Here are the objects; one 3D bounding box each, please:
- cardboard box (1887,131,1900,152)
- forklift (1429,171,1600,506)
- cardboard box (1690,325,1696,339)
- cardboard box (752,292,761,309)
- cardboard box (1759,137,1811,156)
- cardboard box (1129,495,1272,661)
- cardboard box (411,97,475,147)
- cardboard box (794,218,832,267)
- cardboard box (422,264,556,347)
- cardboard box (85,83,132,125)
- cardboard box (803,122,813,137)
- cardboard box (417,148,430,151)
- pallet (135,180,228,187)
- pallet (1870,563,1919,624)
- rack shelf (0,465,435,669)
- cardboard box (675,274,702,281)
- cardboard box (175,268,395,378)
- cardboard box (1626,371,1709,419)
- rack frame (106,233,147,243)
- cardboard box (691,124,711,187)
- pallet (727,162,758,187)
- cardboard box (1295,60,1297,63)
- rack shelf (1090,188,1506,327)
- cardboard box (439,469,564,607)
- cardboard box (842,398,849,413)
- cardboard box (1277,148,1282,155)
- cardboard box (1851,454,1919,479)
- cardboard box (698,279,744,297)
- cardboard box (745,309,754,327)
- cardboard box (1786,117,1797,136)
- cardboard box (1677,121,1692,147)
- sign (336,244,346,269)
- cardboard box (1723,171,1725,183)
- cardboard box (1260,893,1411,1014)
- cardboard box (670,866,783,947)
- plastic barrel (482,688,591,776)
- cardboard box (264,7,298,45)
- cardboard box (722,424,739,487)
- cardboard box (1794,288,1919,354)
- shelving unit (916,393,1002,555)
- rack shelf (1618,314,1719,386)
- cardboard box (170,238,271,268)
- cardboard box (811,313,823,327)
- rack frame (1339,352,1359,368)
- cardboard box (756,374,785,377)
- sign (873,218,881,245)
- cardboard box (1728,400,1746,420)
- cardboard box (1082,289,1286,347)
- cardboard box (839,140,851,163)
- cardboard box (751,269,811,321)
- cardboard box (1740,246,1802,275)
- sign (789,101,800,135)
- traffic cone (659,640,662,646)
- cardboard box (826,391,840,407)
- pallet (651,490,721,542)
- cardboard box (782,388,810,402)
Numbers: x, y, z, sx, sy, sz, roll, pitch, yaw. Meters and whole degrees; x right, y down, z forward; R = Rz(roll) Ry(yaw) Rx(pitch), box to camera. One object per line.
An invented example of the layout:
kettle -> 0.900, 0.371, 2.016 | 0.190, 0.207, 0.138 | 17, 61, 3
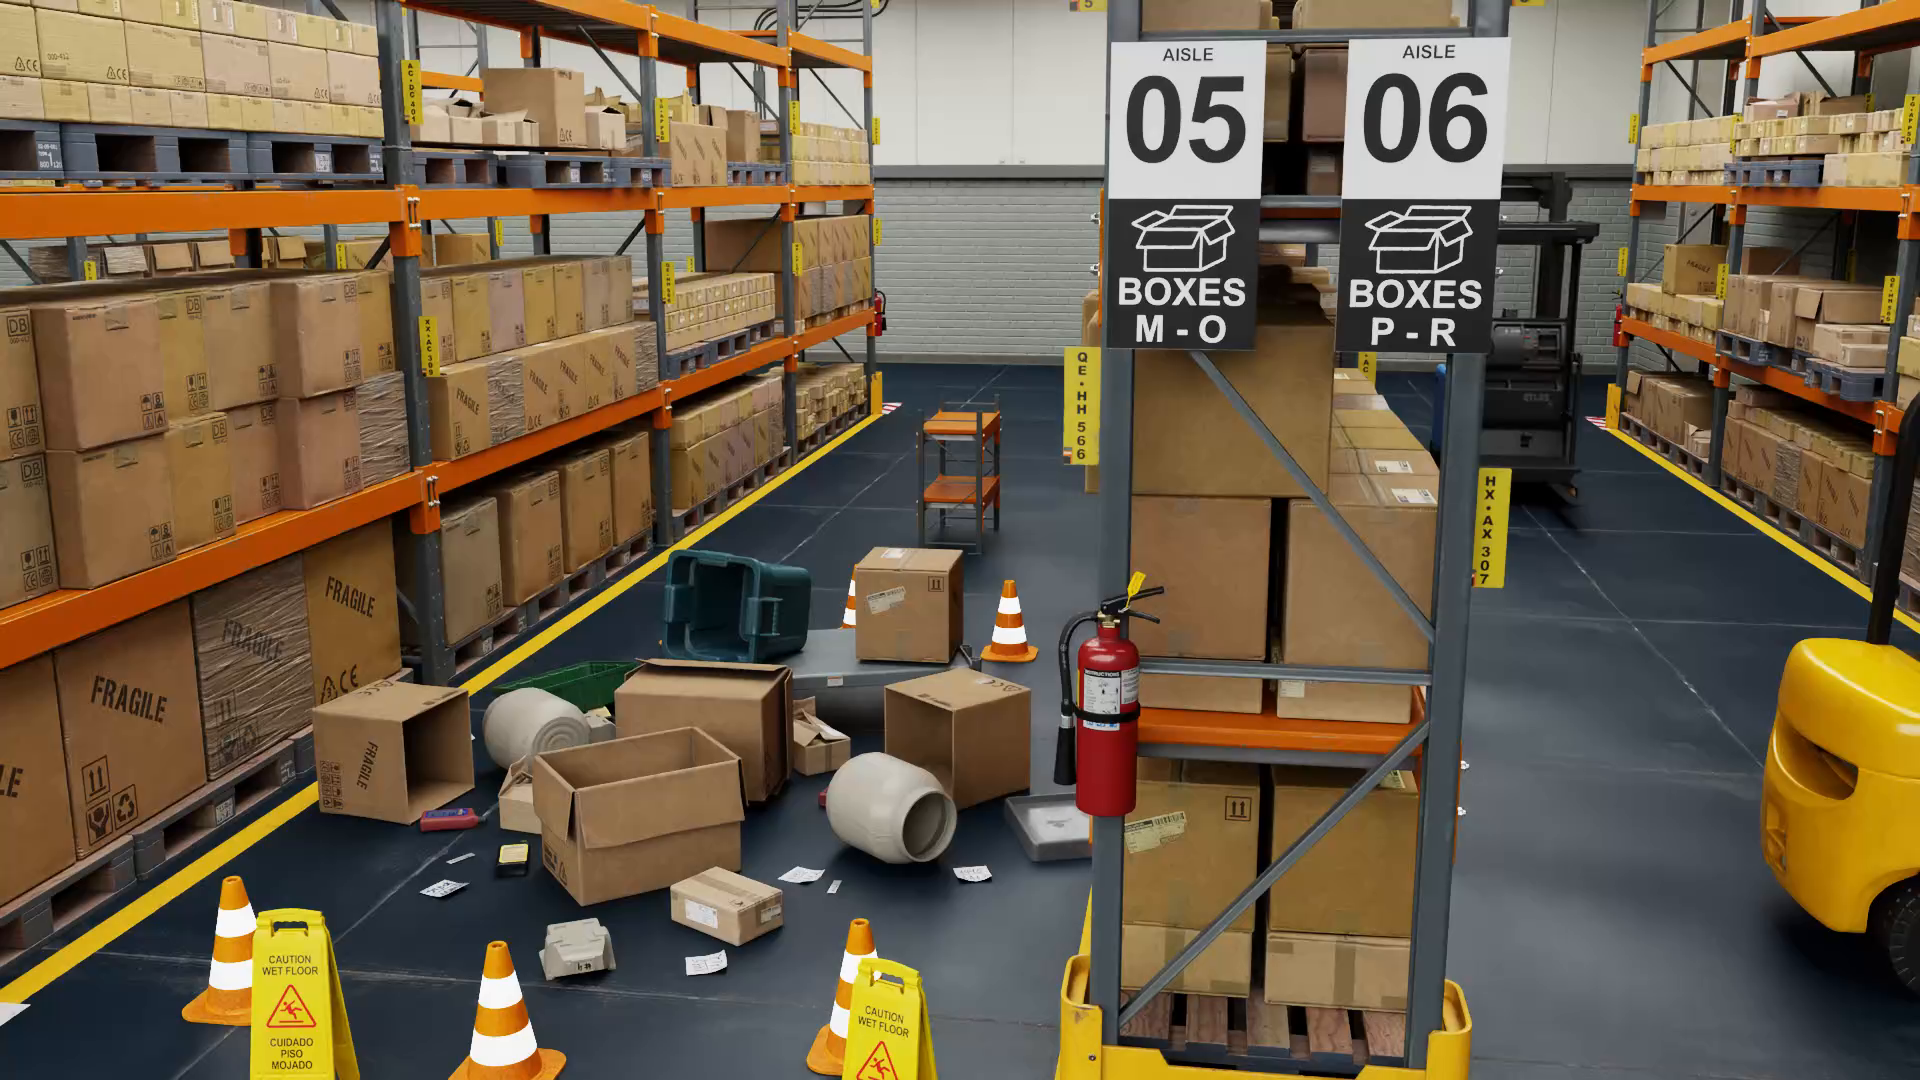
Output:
cardboard box -> 6.893, -2.854, 11.906 | 0.380, 0.149, 0.250 | 2, 12, 7
forklift -> 5.031, -1.826, 15.011 | 1.130, 2.935, 3.031 | 2, 12, 8
cardboard box -> 7.534, -2.079, 16.617 | 0.380, 0.149, 0.250 | 2, 12, 10
cardboard box -> -2.126, -2.295, 15.918 | 0.380, 0.149, 0.250 | 2, 12, 11
cardboard box -> 7.054, -3.354, 14.177 | 0.380, 0.149, 0.250 | 2, 12, 9
cardboard box -> 0.693, 0.058, 5.161 | 0.500, 0.500, 0.500 | 2, 12, 8
cardboard box -> -3.357, -2.647, 10.512 | 0.500, 0.311, 0.500 | 1, 12, 7
cardboard box -> -1.696, -3.245, 18.112 | 0.500, 0.500, 0.500 | 2, 12, 10
cardboard box -> -3.105, -1.556, 10.985 | 0.700, 0.500, 0.500 | 2, 12, 8
cardboard box -> -3.461, -1.687, 6.441 | 0.380, 0.149, 0.250 | 2, 12, 8
cardboard box -> -1.753, -4.310, 17.478 | 0.380, 0.149, 0.250 | 2, 12, 7
cardboard box -> -6.714, -4.715, 19.658 | 0.700, 0.500, 0.500 | 1, 12, 5
pallet -> -7.464, -3.355, 15.269 | 1.003, 0.211, 1.213 | 2, 12, 11
pallet -> 6.852, 0.402, 11.126 | 1.003, 0.211, 1.213 | 2, 12, 9
rack shelf -> -3.717, 0.170, 7.291 | 1.077, 0.370, 4.000 | 2, 12, 9
cardboard box -> -2.731, -2.511, 16.213 | 0.380, 0.149, 0.250 | 2, 12, 10
cardboard box -> -3.500, -1.123, 8.667 | 0.875, 0.550, 0.550 | 2, 12, 9
cardboard box -> 8.060, -1.657, 18.992 | 0.797, 0.503, 0.637 | 1, 12, 6
rack frame -> -11.343, -3.438, 22.327 | 1.000, 3.000, 0.127 | 2, 12, 9
cardboard box -> -2.374, -3.160, 13.680 | 0.500, 0.500, 0.500 | 2, 12, 9
pallet -> -2.536, -3.297, 14.996 | 1.213, 0.211, 1.003 | 2, 12, 9
cardboard box -> 1.316, -1.634, 5.539 | 0.380, 0.149, 0.250 | 2, 12, 8
rack shelf -> 1.190, -1.157, 6.329 | 1.077, 0.370, 4.000 | 2, 12, 9
cardboard box -> -3.251, -0.036, 10.885 | 1.050, 0.750, 0.750 | 2, 12, 9
cardboard box -> -1.506, -1.575, 19.453 | 0.380, 0.149, 0.250 | 1, 12, 6
cardboard box -> 1.526, -1.685, 6.724 | 0.500, 0.250, 0.500 | 2, 12, 8
cardboard box -> 6.843, -0.543, 12.288 | 0.380, 0.149, 0.250 | 1, 12, 6
cardboard box -> -2.212, -2.331, 15.378 | 0.380, 0.149, 0.250 | 1, 12, 7
cardboard box -> -2.163, -2.099, 15.710 | 0.380, 0.149, 0.250 | 1, 12, 6
cardboard box -> 7.023, -3.388, 13.632 | 0.380, 0.149, 0.250 | 2, 12, 9
cardboard box -> 7.702, -4.178, 17.105 | 0.500, 0.250, 0.500 | 2, 12, 10
sign -> -6.527, -2.957, 17.532 | 0.100, 0.325, 0.005 | 2, 12, 9
cardboard box -> 7.396, -3.392, 15.588 | 0.380, 0.149, 0.250 | 2, 12, 8
cardboard box -> 1.279, 1.354, 5.620 | 0.500, 0.250, 0.500 | 2, 12, 8
cardboard box -> -0.913, 1.430, 6.507 | 0.380, 0.149, 0.250 | 10, 15, 38
plastic barrel -> -2.068, 0.947, 8.093 | 0.421, 0.421, 0.512 | -10, 16, -40
cardboard box -> -3.268, -2.342, 7.590 | 0.380, 0.149, 0.250 | 2, 12, 10
cardboard box -> -2.285, -0.765, 14.858 | 0.500, 0.500, 0.500 | 2, 12, 7
cardboard box -> 7.086, -1.733, 13.171 | 0.797, 0.503, 0.637 | 2, 12, 7
shelving unit -> 0.001, -0.551, 13.381 | 0.538, 1.125, 1.048 | 2, 12, 9
rack shelf -> 7.940, -2.028, 17.493 | 1.077, 0.370, 4.000 | 2, 12, 9
cardboard box -> -7.272, -2.708, 16.323 | 0.797, 0.503, 0.637 | 2, 12, 9
cardboard box -> -1.706, -2.409, 18.147 | 0.380, 0.149, 0.250 | 2, 12, 10
rack frame -> 1.497, -0.459, 8.501 | 1.000, 3.000, 0.127 | 2, 12, 9
cardboard box -> -2.163, -1.826, 19.203 | 0.380, 0.149, 0.250 | 2, 12, 10
sign -> -1.019, -3.794, 20.481 | 0.100, 0.325, 0.005 | 2, 12, 9
cardboard box -> 7.315, -1.198, 15.330 | 0.380, 0.149, 0.250 | 2, 12, 11
cardboard box -> 0.807, -0.637, 6.012 | 0.700, 0.500, 0.500 | 2, 12, 8
cardboard box -> -1.542, -4.416, 18.914 | 0.500, 0.250, 0.500 | 2, 12, 9
cardboard box -> -1.854, -2.552, 17.274 | 0.500, 0.500, 0.500 | 2, 12, 8
cardboard box -> 8.125, -2.704, 16.790 | 0.500, 0.500, 0.500 | 2, 12, 7
sign -> -1.630, -4.158, 16.383 | 0.100, 0.325, 0.005 | 2, 12, 9
traffic cone -> -1.711, 0.412, 10.483 | 0.336, 0.463, 0.334 | 2, 12, 9
cardboard box -> -1.581, -1.606, 18.891 | 0.380, 0.149, 0.250 | 2, 12, 9
pallet -> -2.673, -0.230, 14.060 | 1.003, 0.211, 1.213 | 2, 12, 9
cardboard box -> -1.830, -1.540, 17.879 | 0.380, 0.149, 0.250 | 2, 12, 8
